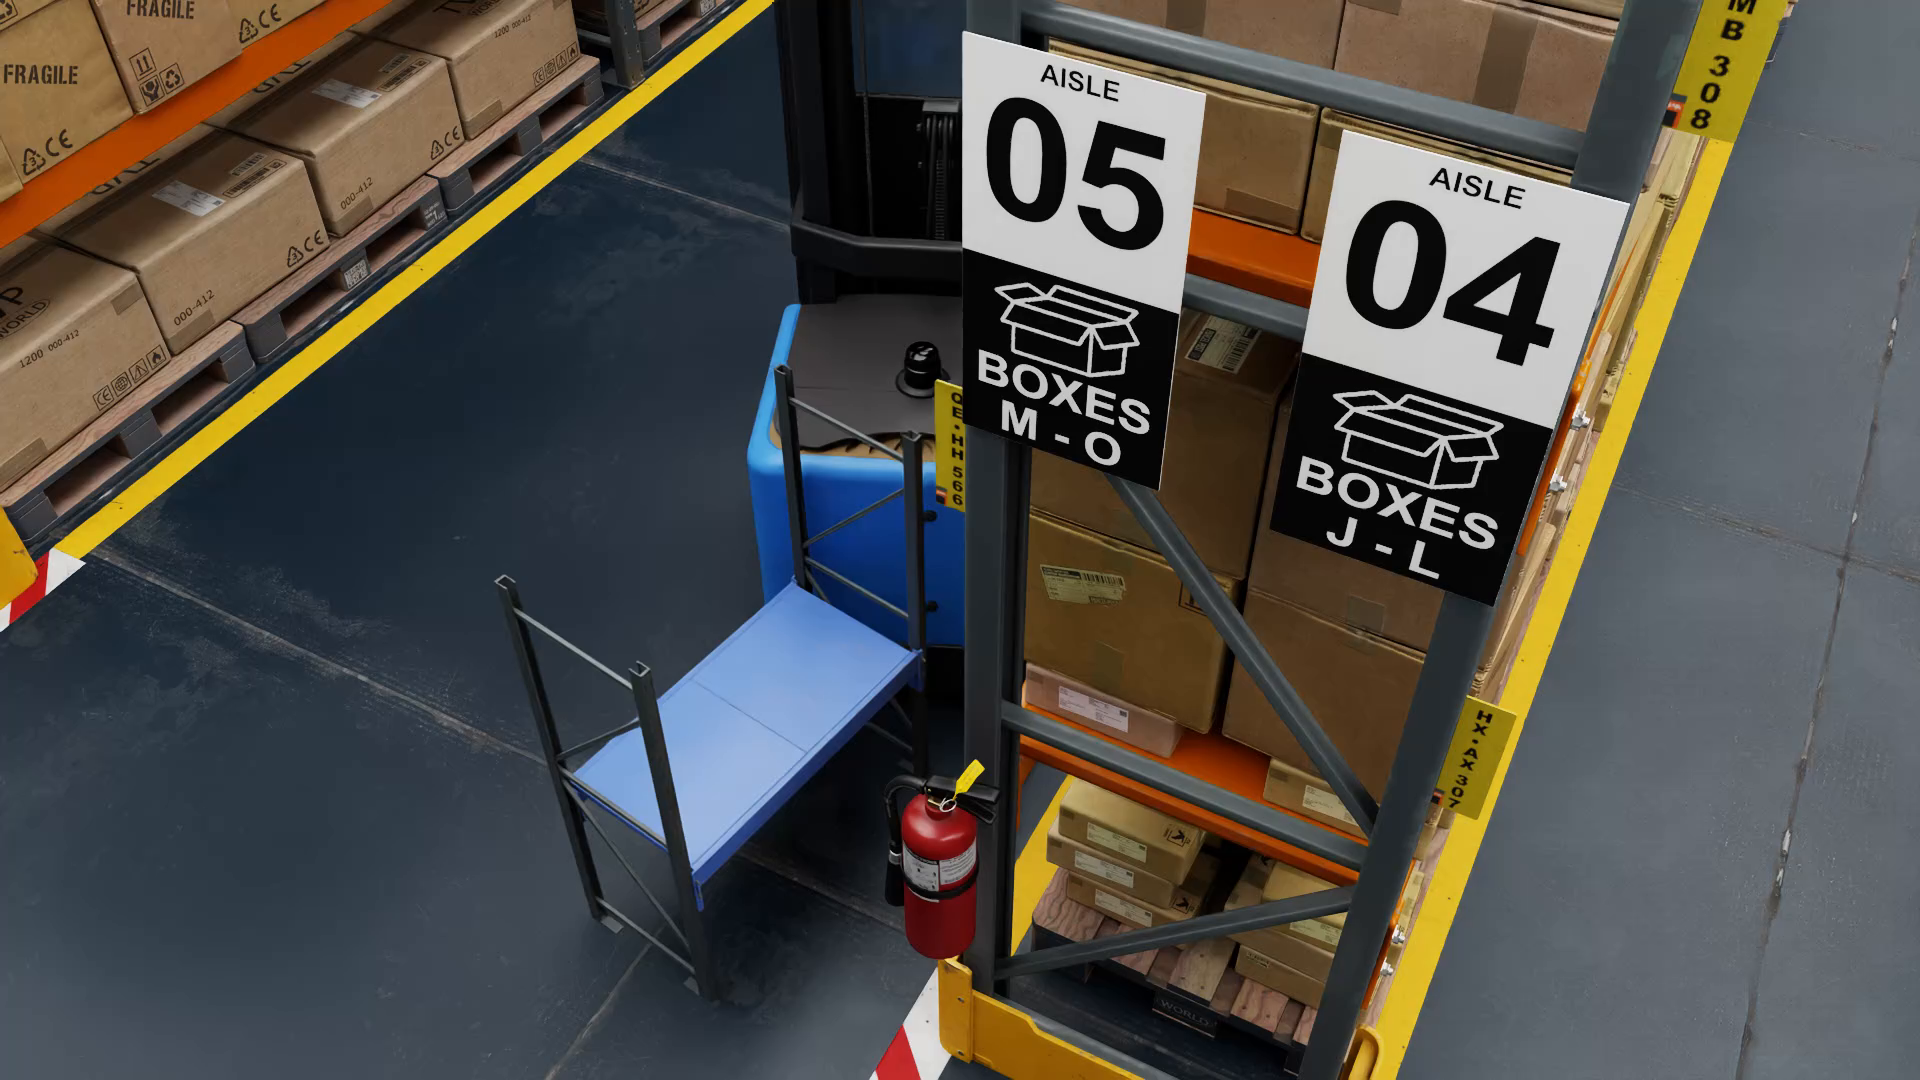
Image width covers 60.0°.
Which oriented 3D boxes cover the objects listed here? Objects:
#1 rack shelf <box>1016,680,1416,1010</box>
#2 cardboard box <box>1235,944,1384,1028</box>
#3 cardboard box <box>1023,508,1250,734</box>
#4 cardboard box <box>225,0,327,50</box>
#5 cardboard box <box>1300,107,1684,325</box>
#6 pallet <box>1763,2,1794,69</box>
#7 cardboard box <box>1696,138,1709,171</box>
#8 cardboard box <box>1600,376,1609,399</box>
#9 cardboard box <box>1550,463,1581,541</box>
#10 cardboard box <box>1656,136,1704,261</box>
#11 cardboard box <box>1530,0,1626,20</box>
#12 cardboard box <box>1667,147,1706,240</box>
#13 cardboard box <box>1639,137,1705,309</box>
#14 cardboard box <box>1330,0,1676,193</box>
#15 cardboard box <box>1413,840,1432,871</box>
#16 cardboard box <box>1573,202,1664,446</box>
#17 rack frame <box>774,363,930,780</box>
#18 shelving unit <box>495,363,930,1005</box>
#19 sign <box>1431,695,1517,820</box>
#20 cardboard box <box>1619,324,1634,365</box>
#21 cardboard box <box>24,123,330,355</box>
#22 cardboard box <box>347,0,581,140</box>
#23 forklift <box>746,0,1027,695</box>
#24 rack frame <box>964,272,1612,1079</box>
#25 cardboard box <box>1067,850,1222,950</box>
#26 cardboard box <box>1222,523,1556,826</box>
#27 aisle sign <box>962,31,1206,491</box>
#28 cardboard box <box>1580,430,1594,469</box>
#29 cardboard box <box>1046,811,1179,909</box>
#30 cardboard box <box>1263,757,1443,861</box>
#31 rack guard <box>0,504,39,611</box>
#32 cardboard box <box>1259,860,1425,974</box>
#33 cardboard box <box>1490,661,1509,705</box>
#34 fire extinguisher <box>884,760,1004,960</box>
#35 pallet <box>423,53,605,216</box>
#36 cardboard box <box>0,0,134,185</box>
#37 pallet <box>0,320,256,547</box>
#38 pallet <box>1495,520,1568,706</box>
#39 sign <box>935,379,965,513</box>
[{"bbox_3d":[1.407,-0.470,5.111,1.077,0.370,4.000,20,49,19],"label":"rack shelf"},{"bbox_3d":[1.006,1.168,4.696,0.380,0.149,0.250,21,49,20],"label":"cardboard box"},{"bbox_3d":[0.460,0.030,3.832,0.500,0.500,0.500,21,49,20],"label":"cardboard box"},{"bbox_3d":[-2.795,-2.239,6.284,0.500,0.500,0.500,22,49,20],"label":"cardboard box"},{"bbox_3d":[0.914,-0.663,2.792,0.500,0.250,0.500,22,49,20],"label":"cardboard box"},{"bbox_3d":[2.819,-2.348,6.597,1.003,0.211,1.213,20,49,19],"label":"pallet"},{"bbox_3d":[2.388,-1.439,5.740,0.380,0.149,0.250,19,48,18],"label":"cardboard box"},{"bbox_3d":[2.209,-0.694,6.118,0.380,0.149,0.250,20,49,19],"label":"cardboard box"},{"bbox_3d":[1.861,-0.181,5.611,0.380,0.149,0.250,19,48,18],"label":"cardboard box"},{"bbox_3d":[1.646,-1.111,4.257,0.500,0.500,0.500,19,48,18],"label":"cardboard box"},{"bbox_3d":[0.831,-0.909,2.404,0.380,0.149,0.250,20,49,19],"label":"cardboard box"},{"bbox_3d":[2.914,-1.629,7.214,0.500,0.500,0.500,22,49,21],"label":"cardboard box"},{"bbox_3d":[1.887,-1.085,4.933,0.500,0.500,0.500,20,49,19],"label":"cardboard box"},{"bbox_3d":[0.918,-0.837,2.613,0.500,0.250,0.500,21,49,20],"label":"cardboard box"},{"bbox_3d":[1.127,0.888,4.763,0.380,0.149,0.250,20,49,19],"label":"cardboard box"},{"bbox_3d":[1.151,-0.469,3.622,0.500,0.500,0.500,22,49,20],"label":"cardboard box"},{"bbox_3d":[-0.309,0.151,5.047,0.500,1.500,0.032,28,52,25],"label":"rack frame"},{"bbox_3d":[-0.617,0.439,4.762,0.538,1.500,1.048,28,52,25],"label":"shelving unit"},{"bbox_3d":[0.960,0.412,3.125,0.100,0.325,0.005,20,49,19],"label":"sign"},{"bbox_3d":[2.357,-0.755,6.387,0.380,0.149,0.250,18,48,17],"label":"cardboard box"},{"bbox_3d":[-3.317,-1.308,6.940,0.875,0.438,0.875,22,49,20],"label":"cardboard box"},{"bbox_3d":[-2.482,-2.440,8.059,0.875,0.438,0.875,20,49,19],"label":"cardboard box"},{"bbox_3d":[-0.018,-1.538,5.709,1.130,2.935,3.031,4,45,4],"label":"forklift"},{"bbox_3d":[0.479,0.537,3.610,1.000,3.000,0.127,20,49,19],"label":"rack frame"},{"bbox_3d":[0.539,0.991,4.870,0.380,0.149,0.250,21,49,20],"label":"cardboard box"},{"bbox_3d":[0.932,0.206,3.658,0.500,0.500,0.500,23,50,21],"label":"cardboard box"},{"bbox_3d":[0.179,-0.429,2.738,0.394,0.787,0.004,20,49,19],"label":"aisle sign"},{"bbox_3d":[2.195,-0.445,6.290,0.380,0.149,0.250,19,48,18],"label":"cardboard box"},{"bbox_3d":[0.471,0.861,4.790,0.380,0.149,0.250,19,48,18],"label":"cardboard box"},{"bbox_3d":[0.920,0.530,3.794,0.380,0.149,0.250,20,49,19],"label":"cardboard box"},{"bbox_3d":[-3.963,-0.139,6.036,1.175,0.500,0.348,20,49,19],"label":"rack guard"},{"bbox_3d":[1.023,0.965,4.478,0.380,0.149,0.250,18,48,17],"label":"cardboard box"},{"bbox_3d":[1.606,0.372,5.483,0.380,0.149,0.250,18,48,17],"label":"cardboard box"},{"bbox_3d":[-0.047,0.702,3.764,0.296,0.674,0.183,20,49,19],"label":"fire extinguisher"},{"bbox_3d":[-2.518,-2.120,8.197,1.003,0.211,1.213,20,49,19],"label":"pallet"},{"bbox_3d":[-3.265,-1.604,5.656,0.500,0.500,0.500,20,49,19],"label":"cardboard box"},{"bbox_3d":[-3.650,-0.583,6.677,1.003,0.211,1.213,20,49,19],"label":"pallet"},{"bbox_3d":[1.490,0.204,5.900,1.003,0.211,1.213,20,49,19],"label":"pallet"},{"bbox_3d":[-0.003,-0.177,3.279,0.100,0.325,0.005,20,49,19],"label":"sign"}]
